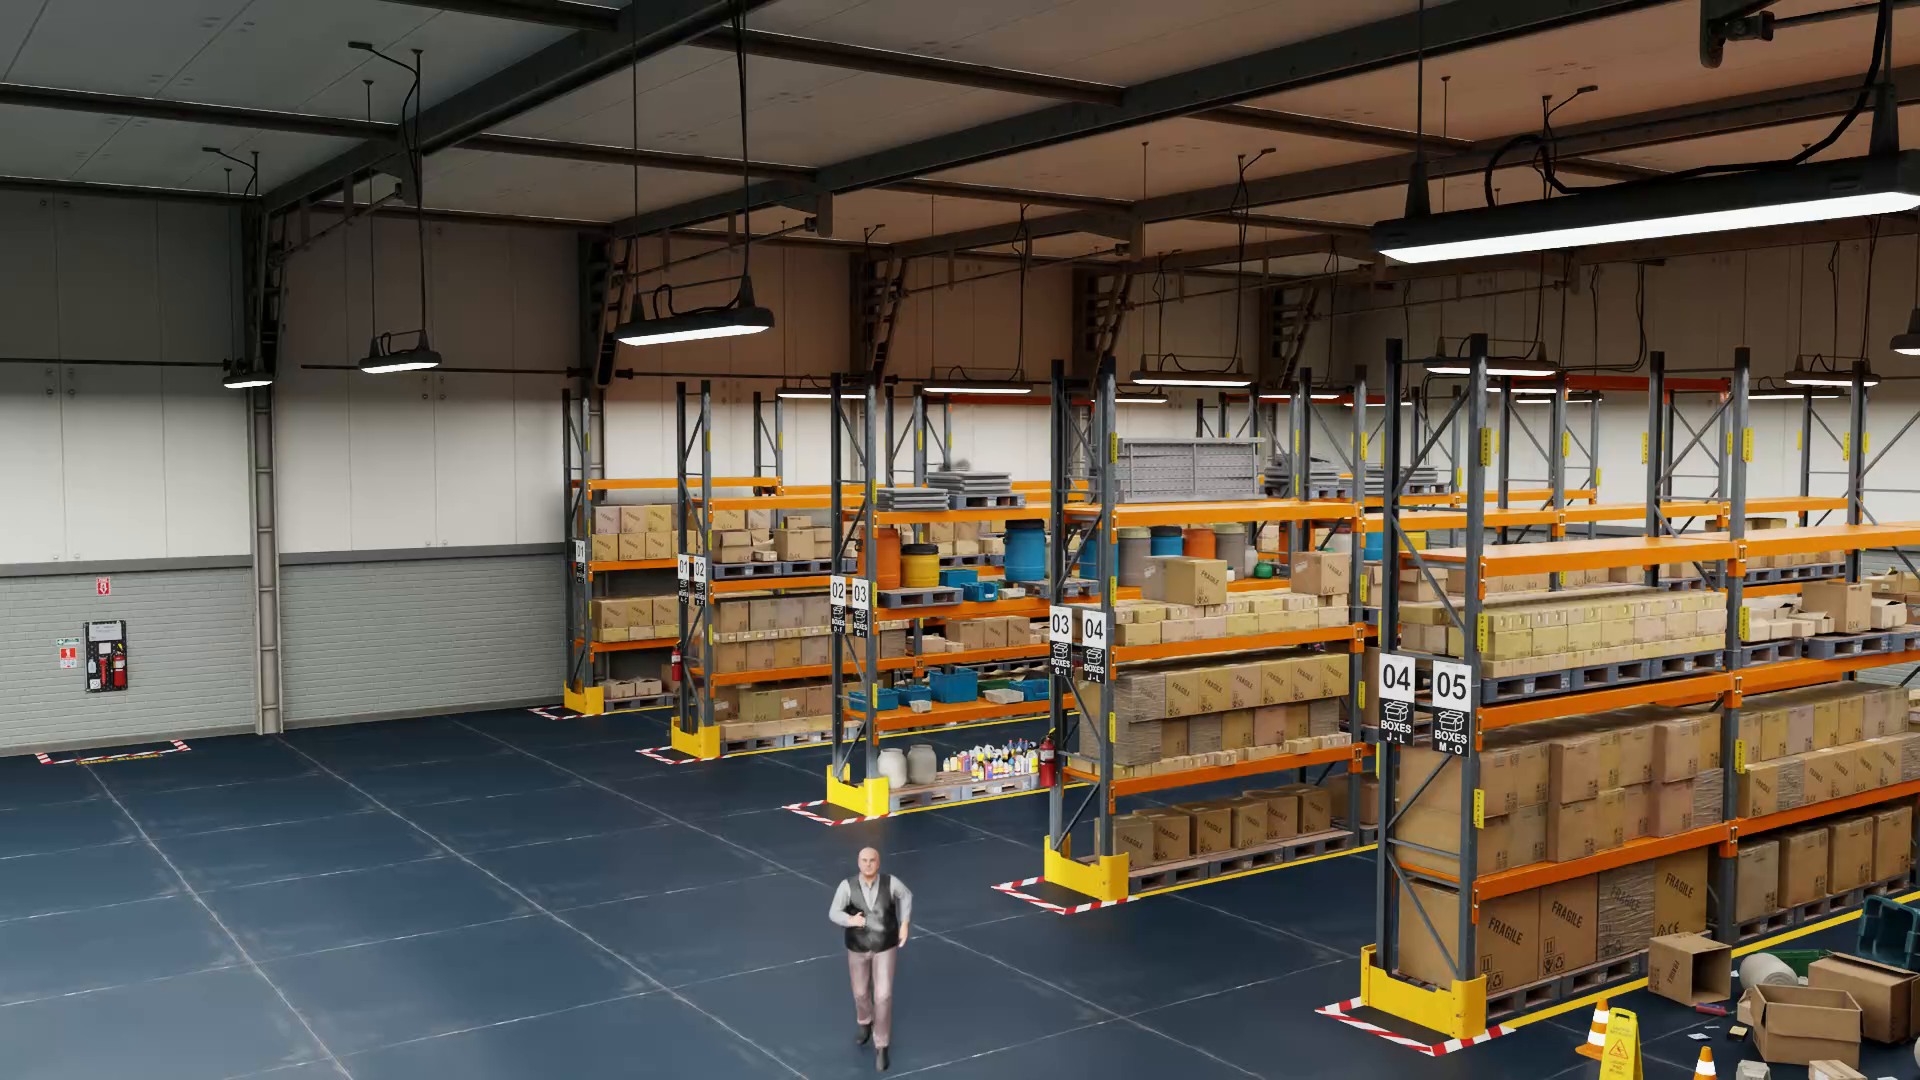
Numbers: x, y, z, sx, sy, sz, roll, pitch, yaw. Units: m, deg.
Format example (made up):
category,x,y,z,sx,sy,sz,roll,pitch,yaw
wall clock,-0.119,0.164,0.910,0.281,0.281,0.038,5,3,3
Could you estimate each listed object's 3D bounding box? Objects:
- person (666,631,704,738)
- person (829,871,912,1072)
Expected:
category,x,y,z,sx,sy,sz,roll,pitch,yaw
person,-4.540,2.458,28.568,0.660,1.814,1.197,3,5,38
person,-0.743,3.515,13.783,0.672,1.591,0.739,0,4,1
